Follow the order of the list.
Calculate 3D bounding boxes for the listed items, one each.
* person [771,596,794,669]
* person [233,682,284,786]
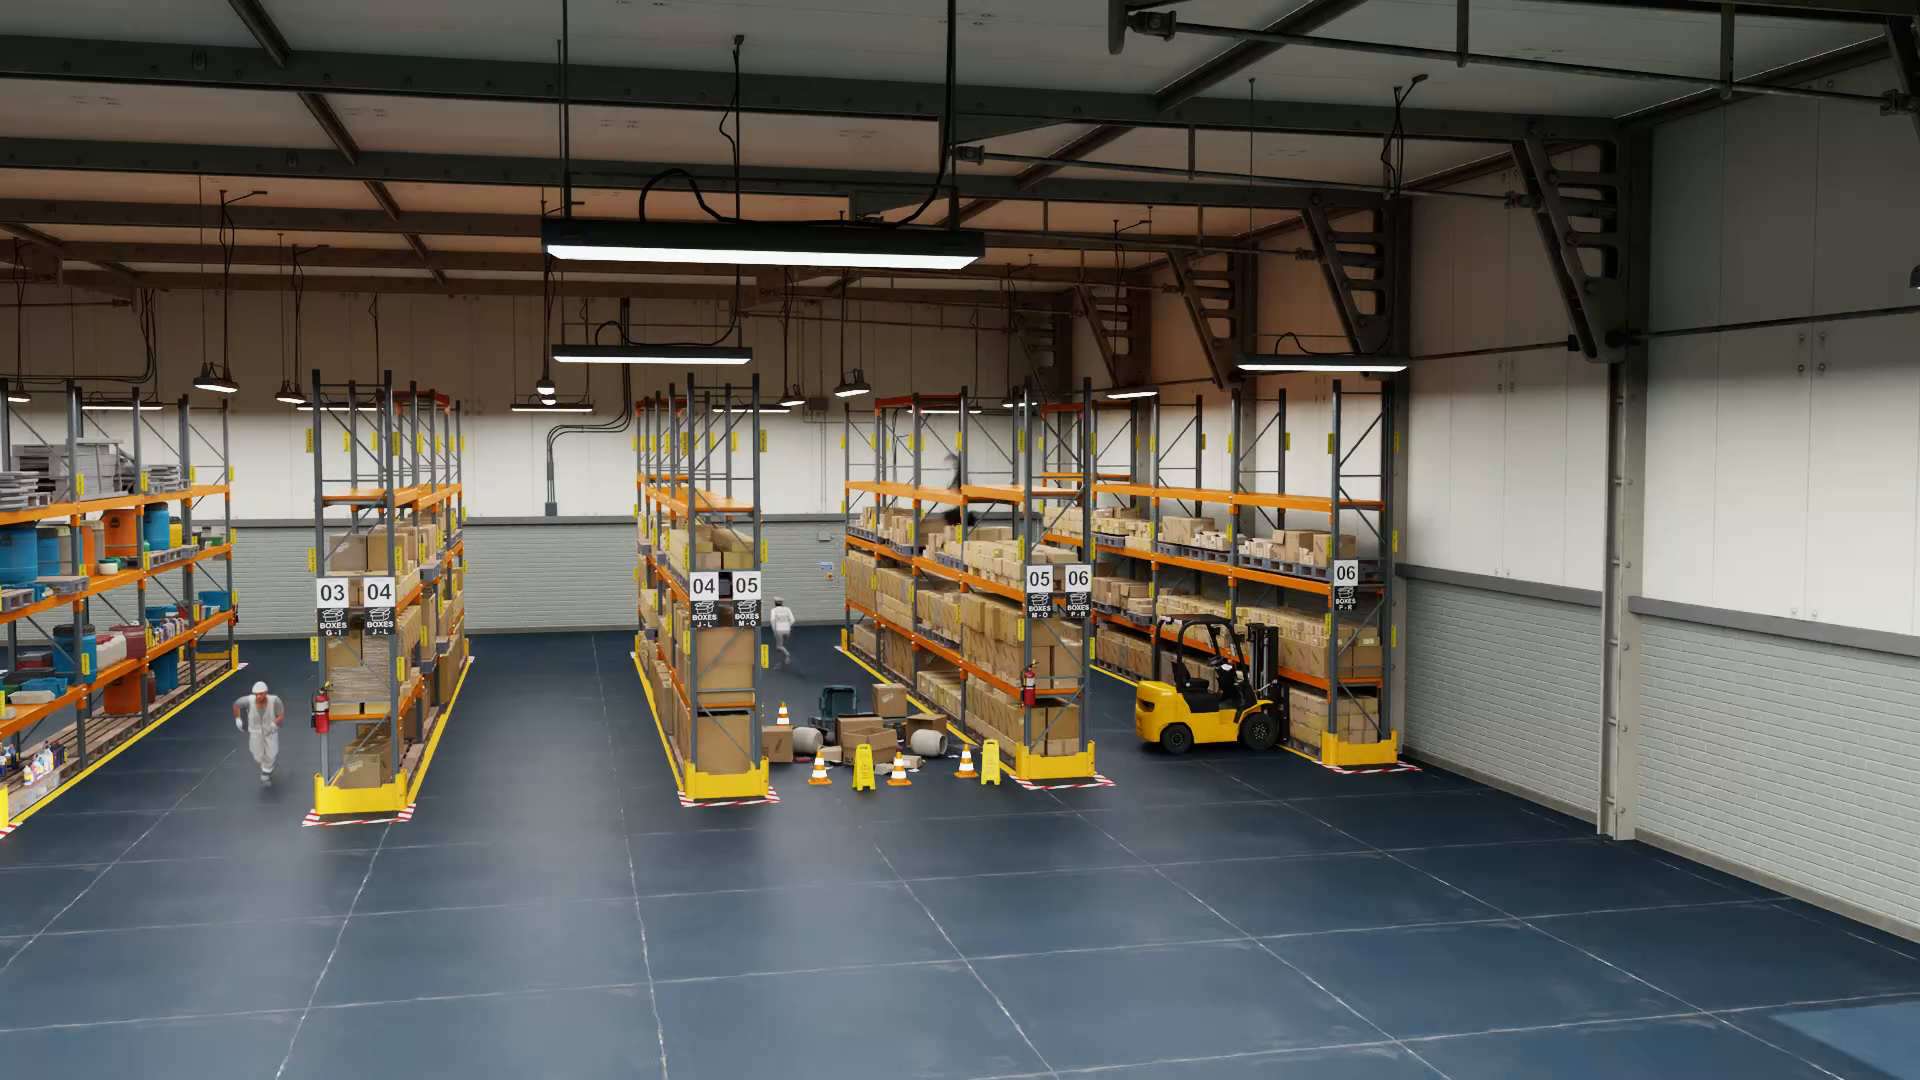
[{"bbox_3d":[-3.914,2.082,36.808,0.593,1.635,0.734,-2,4,-27],"label":"person"},{"bbox_3d":[-10.159,2.820,24.115,0.694,1.592,0.824,-1,3,-19],"label":"person"}]
